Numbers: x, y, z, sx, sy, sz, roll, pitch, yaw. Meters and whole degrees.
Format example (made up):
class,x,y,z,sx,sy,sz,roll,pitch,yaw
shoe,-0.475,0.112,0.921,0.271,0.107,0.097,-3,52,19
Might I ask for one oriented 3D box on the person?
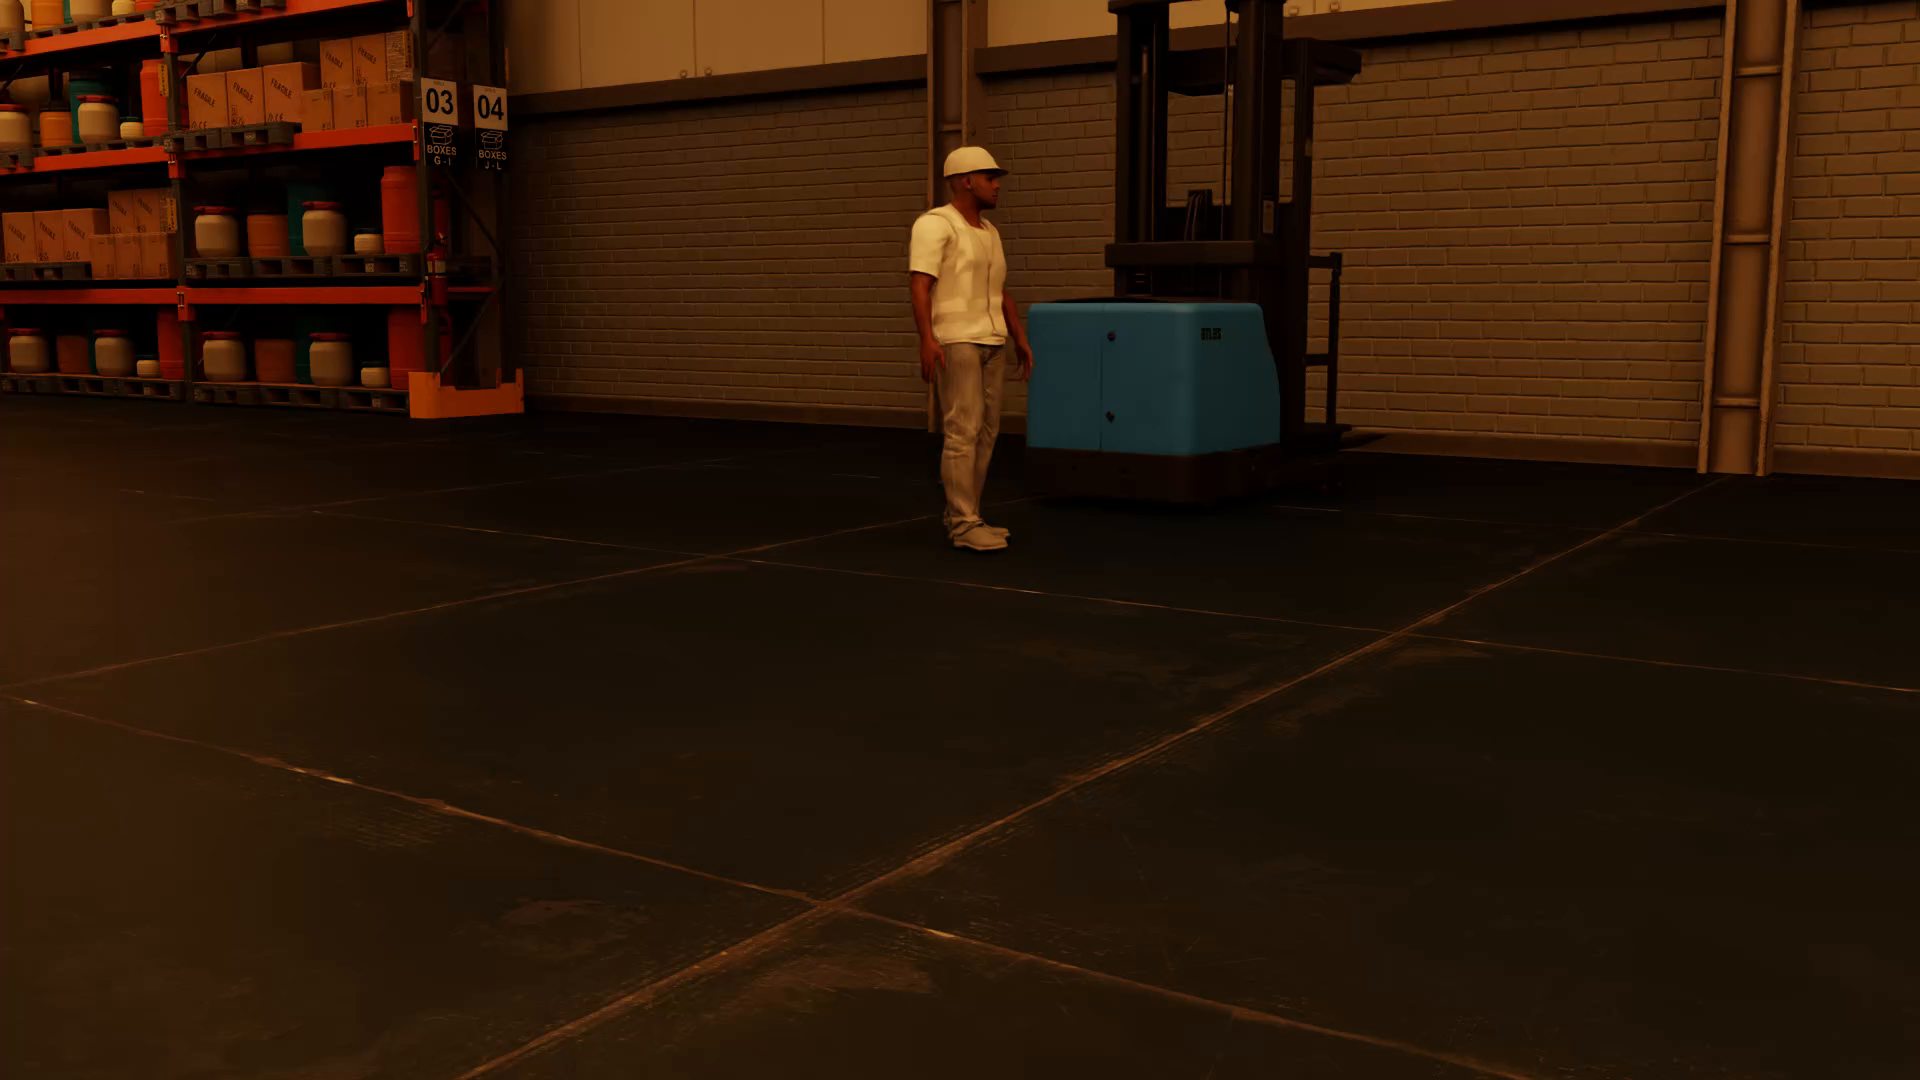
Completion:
class,x,y,z,sx,sy,sz,roll,pitch,yaw
person,0.109,-0.861,7.421,0.554,1.763,0.703,5,10,33

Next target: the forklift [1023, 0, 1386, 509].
class,x,y,z,sx,sy,sz,roll,pitch,yaw
forklift,1.618,-1.773,9.663,1.130,2.935,3.031,6,10,36
